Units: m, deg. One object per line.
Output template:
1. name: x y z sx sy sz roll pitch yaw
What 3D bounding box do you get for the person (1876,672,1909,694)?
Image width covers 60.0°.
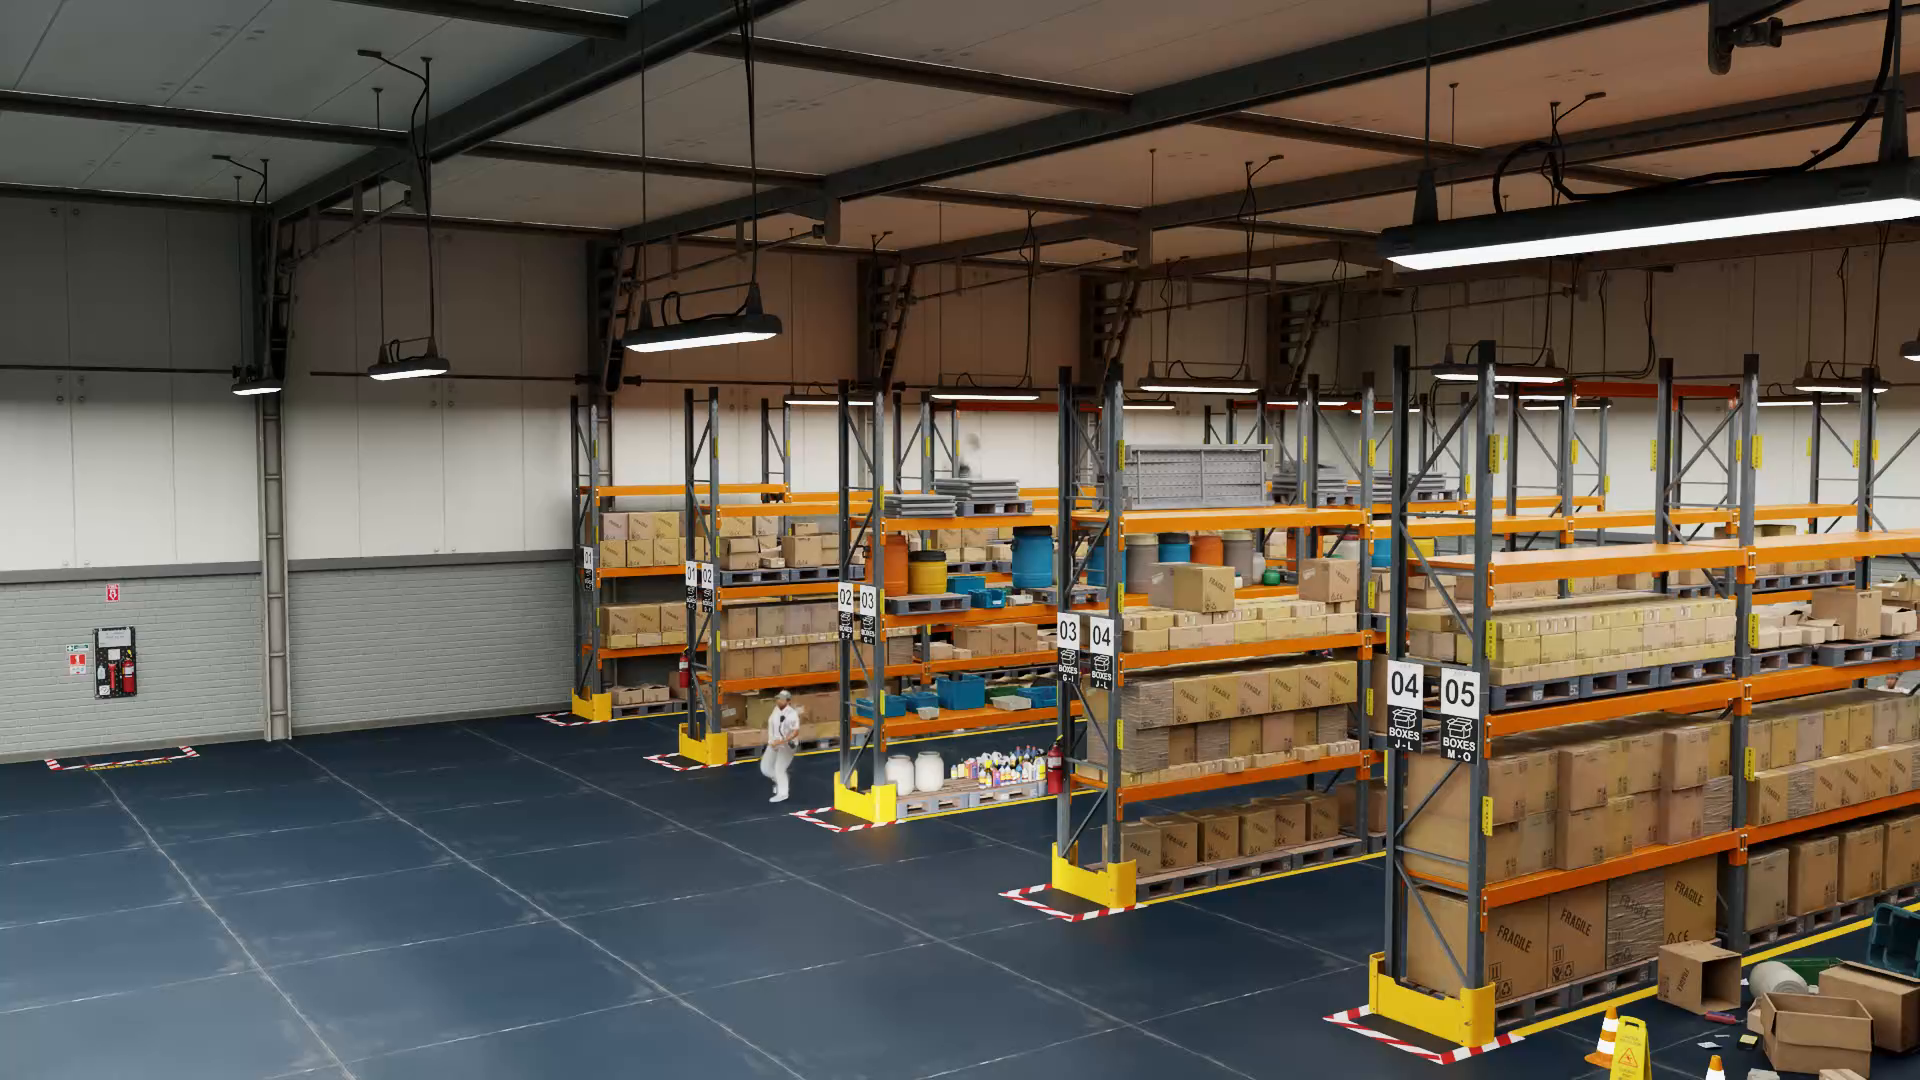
1. person: 14.241 2.805 25.412 0.831 1.699 0.632 -3 5 -43

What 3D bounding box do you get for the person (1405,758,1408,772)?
1. person: 7.181 2.817 25.792 0.514 1.616 0.743 3 5 45

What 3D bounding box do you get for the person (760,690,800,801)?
1. person: -2.527 2.944 23.732 0.616 1.625 0.503 3 4 40
